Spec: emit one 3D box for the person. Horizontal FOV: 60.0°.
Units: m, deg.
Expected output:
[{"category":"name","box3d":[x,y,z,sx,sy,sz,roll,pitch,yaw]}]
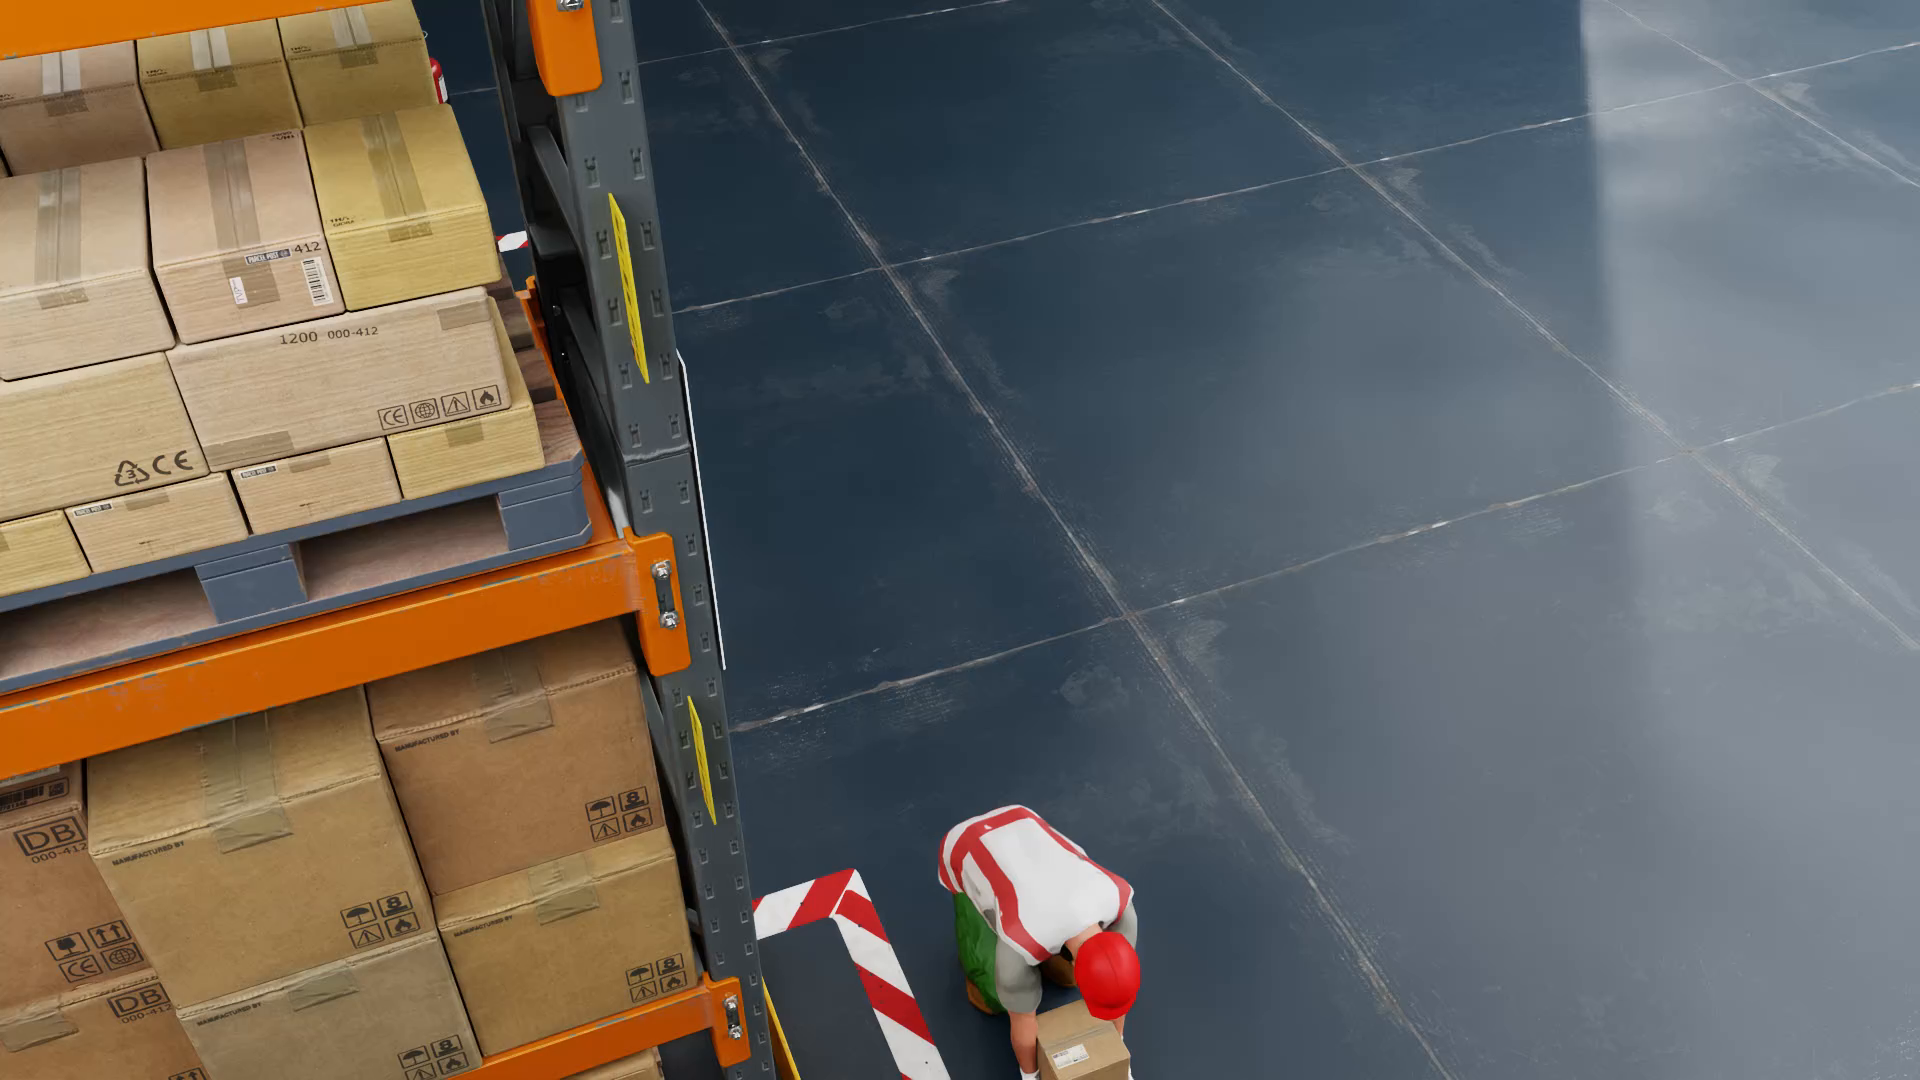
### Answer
[{"category":"person","box3d":[0.269,1.331,5.453,0.538,0.858,0.932,-16,44,-17]}]
